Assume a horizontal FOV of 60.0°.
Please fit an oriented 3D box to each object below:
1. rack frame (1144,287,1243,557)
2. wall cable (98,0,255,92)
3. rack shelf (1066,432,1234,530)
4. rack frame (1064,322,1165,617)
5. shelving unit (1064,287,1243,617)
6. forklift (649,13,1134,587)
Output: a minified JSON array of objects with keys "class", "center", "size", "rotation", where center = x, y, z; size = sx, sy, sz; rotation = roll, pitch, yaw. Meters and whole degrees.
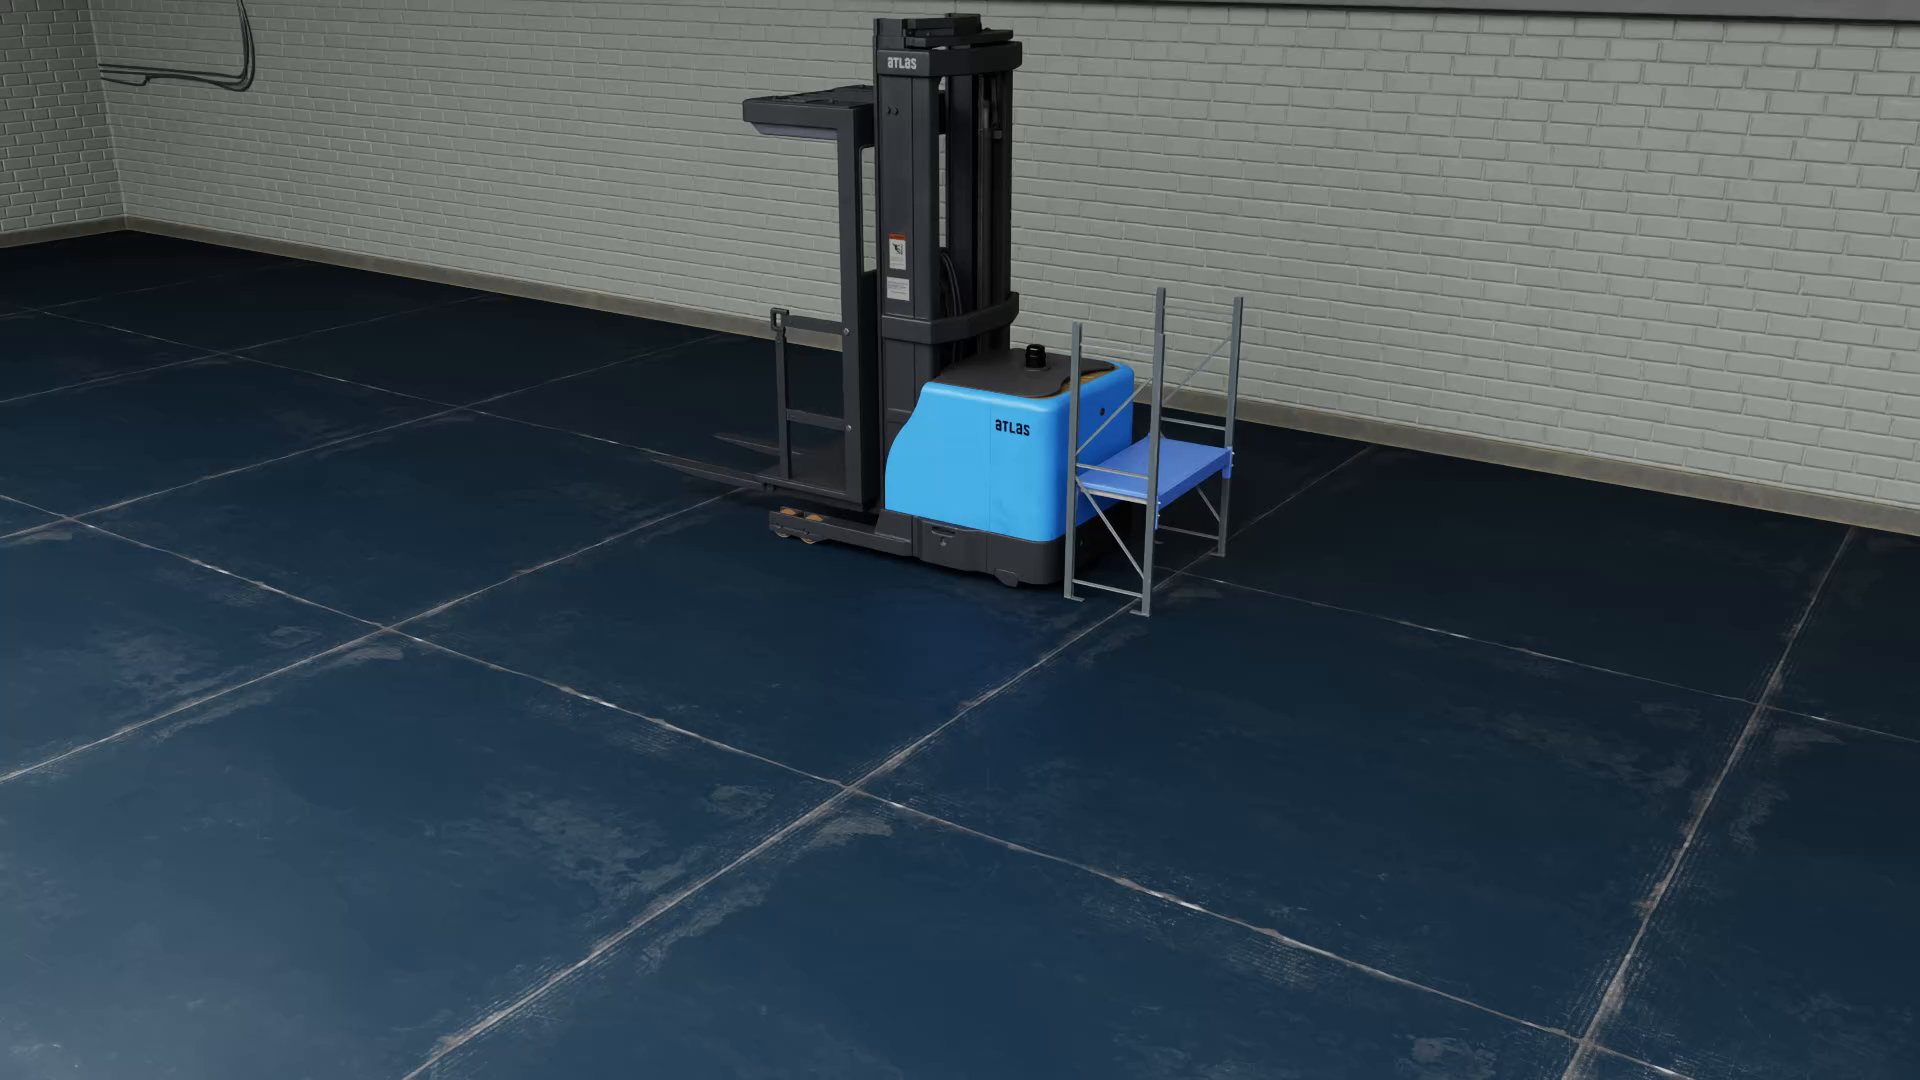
[{"class":"rack frame","center":[1.307,-0.653,9.365],"size":[0.500,1.500,0.032],"rotation":[12,24,29]},{"class":"wall cable","center":[-8.696,-6.160,17.924],"size":[3.097,2.526,0.112],"rotation":[13,24,32]},{"class":"rack shelf","center":[1.044,-0.334,9.019],"size":[0.538,0.185,1.000],"rotation":[12,24,29]},{"class":"rack frame","center":[0.784,-0.351,8.547],"size":[0.500,1.500,0.032],"rotation":[12,24,29]},{"class":"shelving unit","center":[1.045,-0.502,8.956],"size":[0.538,1.500,1.048],"rotation":[12,24,29]},{"class":"forklift","center":[-0.522,-1.492,9.574],"size":[3.031,2.935,1.130],"rotation":[13,24,31]}]
